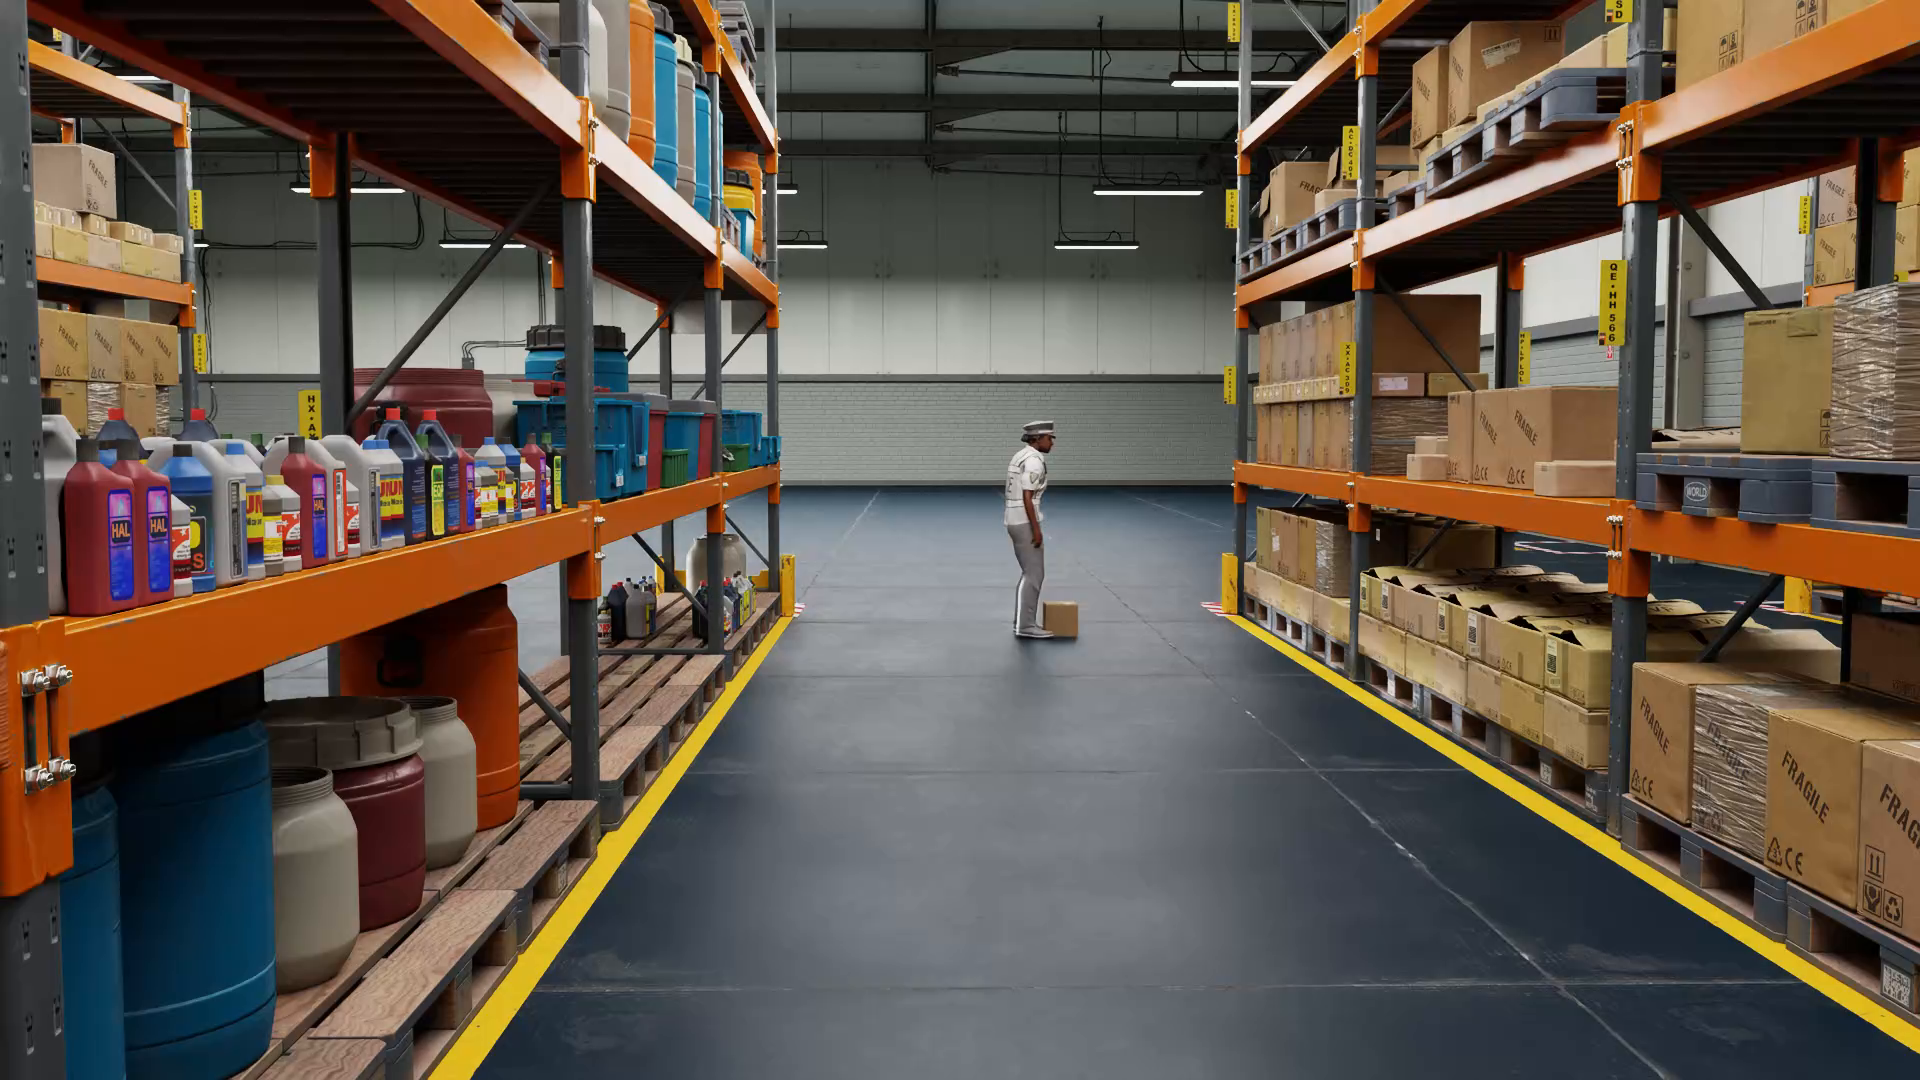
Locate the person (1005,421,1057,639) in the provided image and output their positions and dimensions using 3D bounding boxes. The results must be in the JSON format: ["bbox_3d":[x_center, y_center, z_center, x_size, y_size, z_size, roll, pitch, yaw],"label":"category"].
[{"bbox_3d":[0.548,-0.089,12.838,0.400,1.657,0.517,0,4,-2],"label":"person"}]
